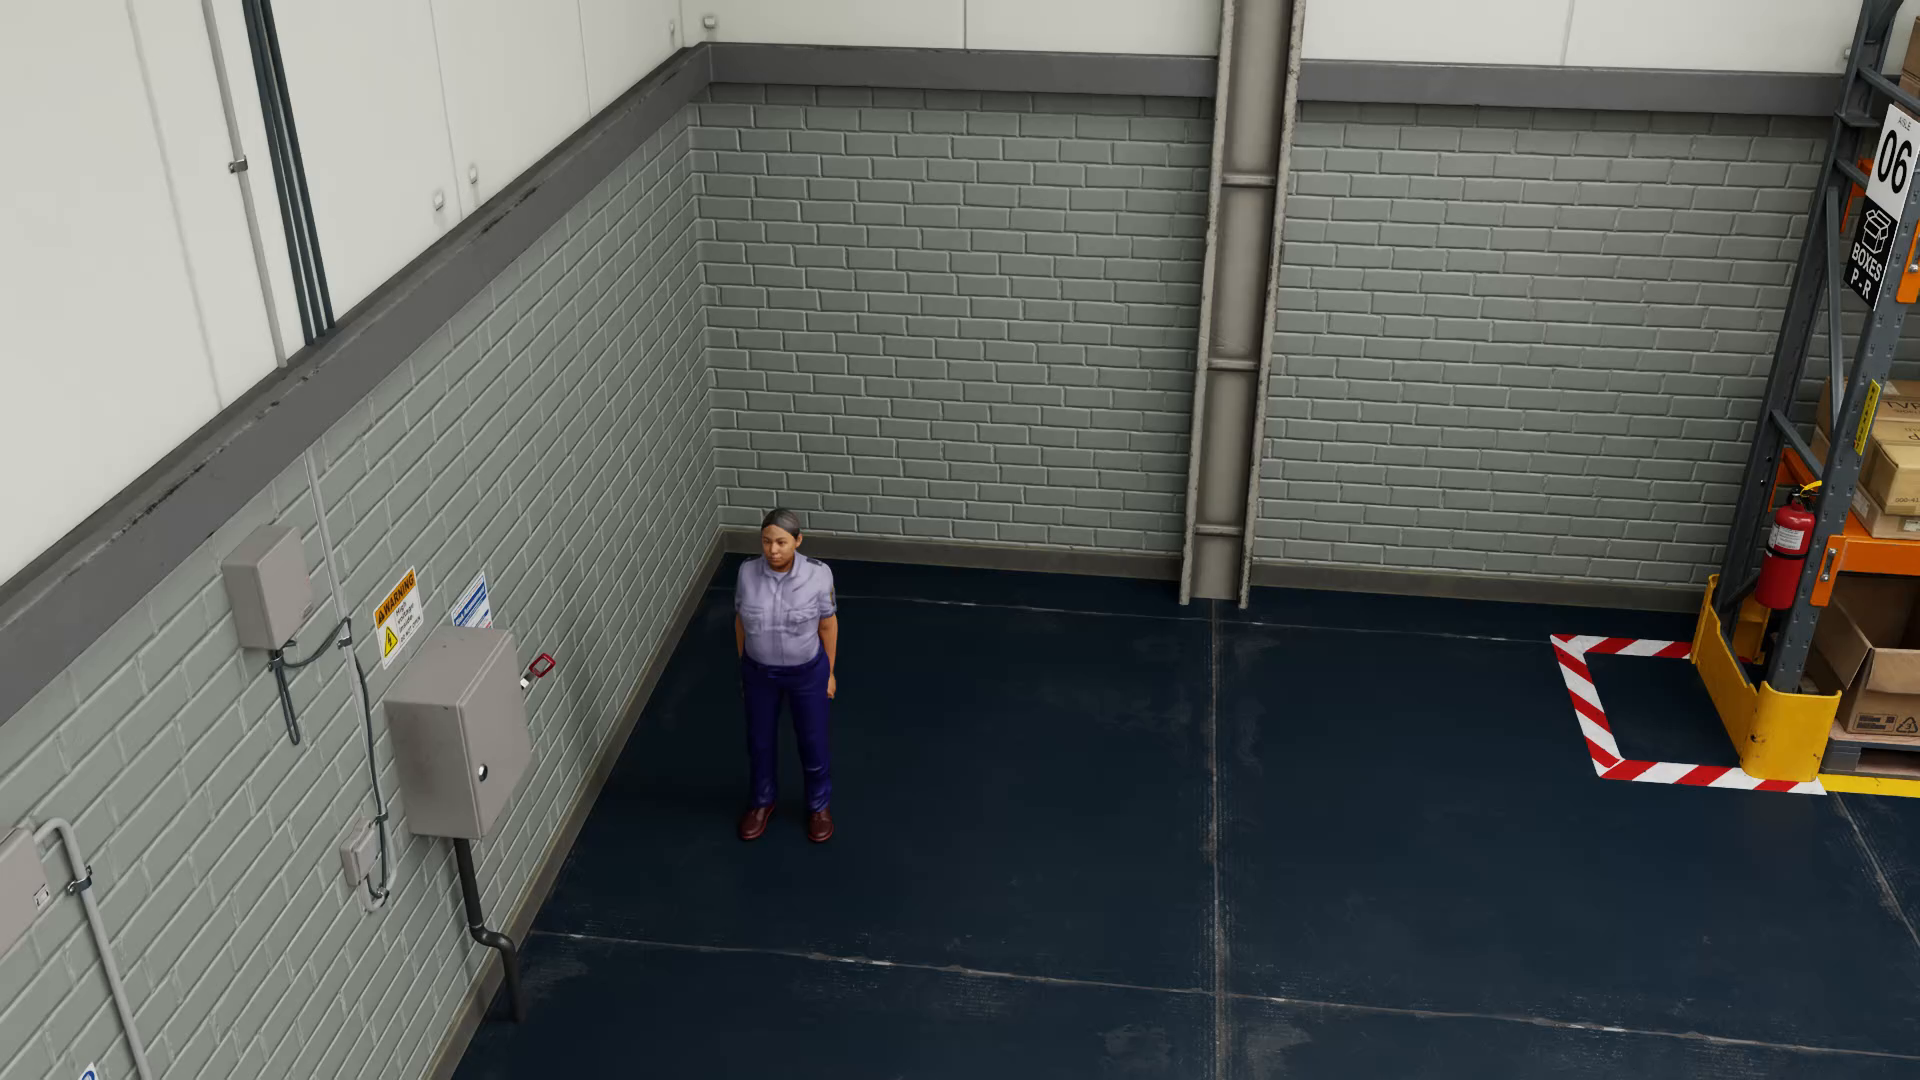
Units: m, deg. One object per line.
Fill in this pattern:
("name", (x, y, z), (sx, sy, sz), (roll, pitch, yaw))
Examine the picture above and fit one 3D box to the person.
("person", (-0.795, 0.616, 7.525), (0.487, 1.635, 0.361), (1, 29, 3))
